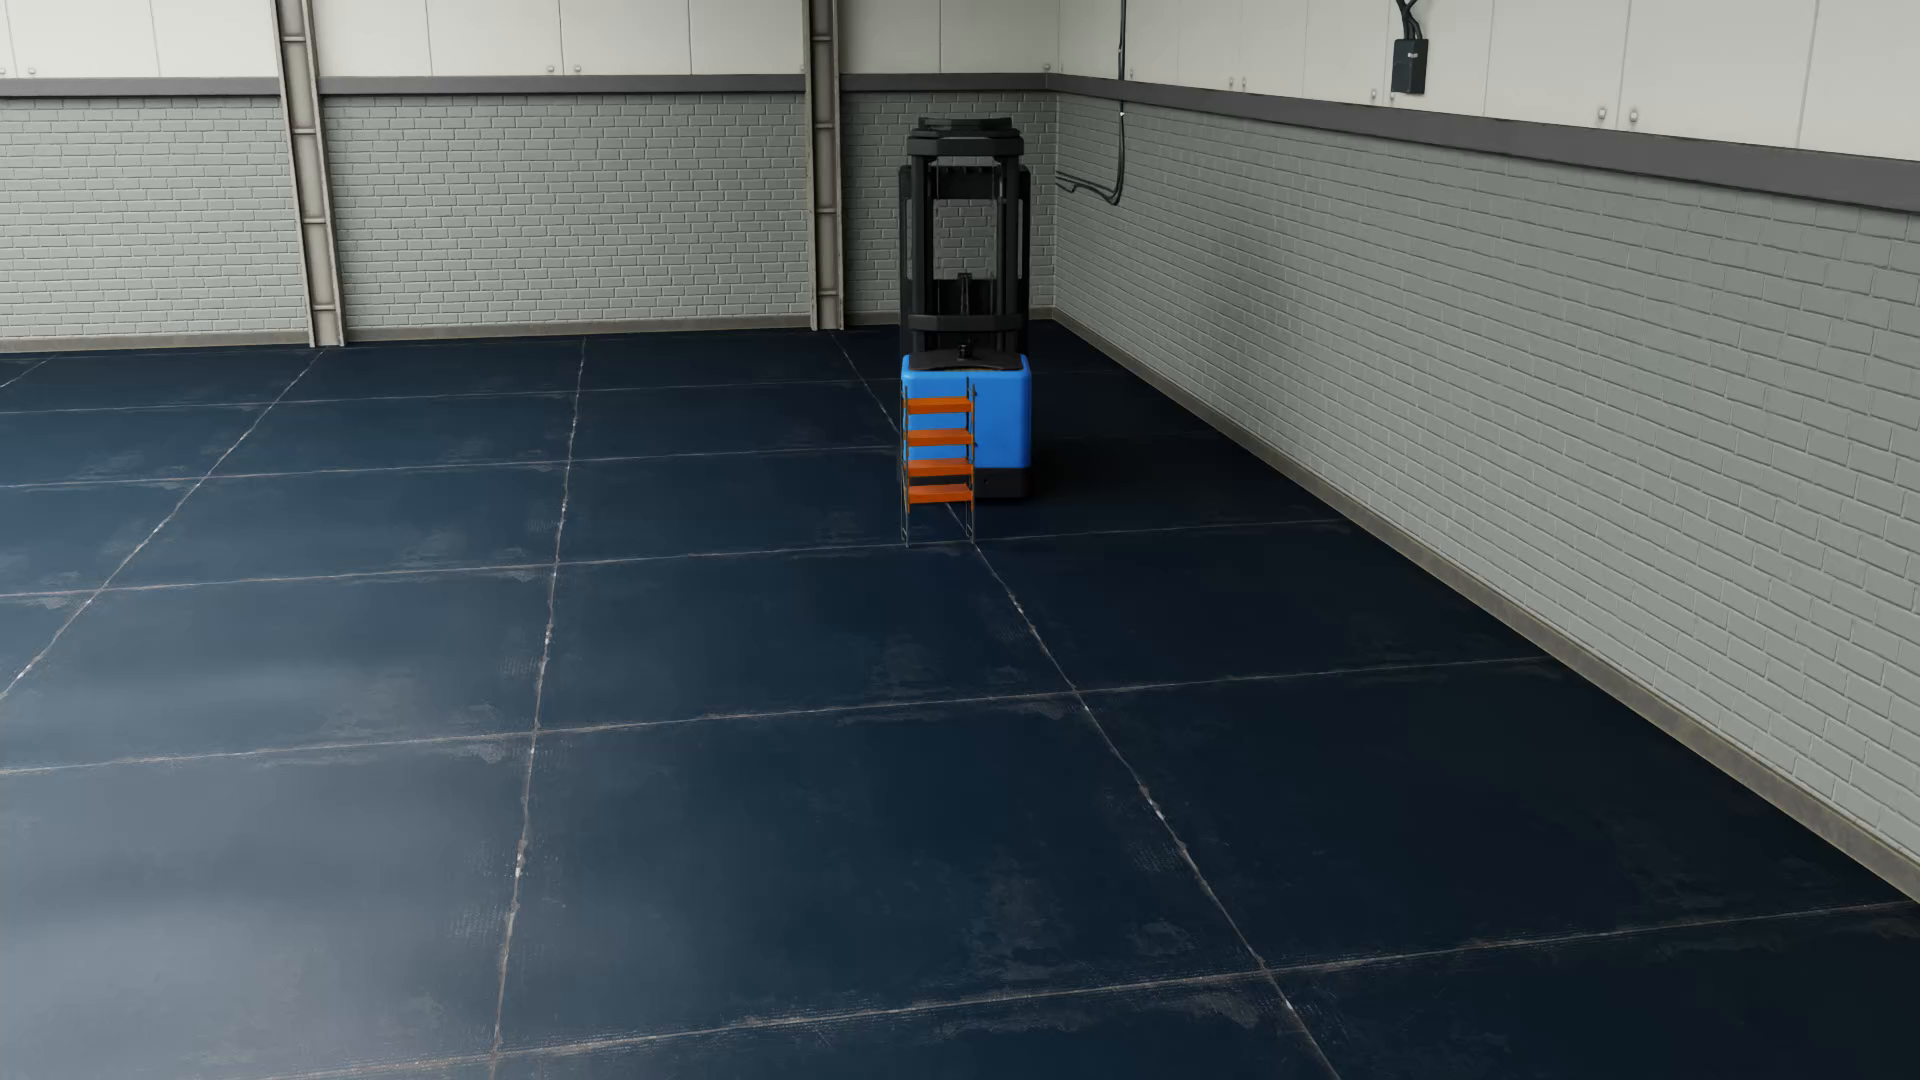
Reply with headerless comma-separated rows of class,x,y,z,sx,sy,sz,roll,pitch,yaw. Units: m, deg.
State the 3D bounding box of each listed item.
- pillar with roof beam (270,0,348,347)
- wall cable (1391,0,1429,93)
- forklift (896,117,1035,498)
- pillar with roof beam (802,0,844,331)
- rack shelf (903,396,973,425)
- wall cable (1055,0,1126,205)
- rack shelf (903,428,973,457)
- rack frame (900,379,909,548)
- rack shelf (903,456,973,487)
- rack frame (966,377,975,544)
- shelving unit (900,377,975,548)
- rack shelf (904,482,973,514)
pillar with roof beam,-6.754,-5.411,14.603,0.400,9.000,9.100,-3,17,-10
wall cable,3.249,-5.657,9.612,0.169,6.003,2.305,-3,17,-10
forklift,0.033,-2.110,14.189,1.130,2.935,3.031,0,17,-1
pillar with roof beam,-0.863,-5.745,15.691,0.400,9.000,9.100,-3,17,-10
rack shelf,-0.163,-0.940,11.990,0.480,0.148,0.258,-3,17,-10
wall cable,1.464,-5.285,19.481,0.112,2.526,3.097,-3,17,-10
rack shelf,-0.163,-0.714,12.060,0.480,0.148,0.258,-3,17,-10
rack frame,-0.402,-0.551,12.061,0.015,1.200,0.240,-3,17,-10
rack shelf,-0.163,-0.500,12.125,0.480,0.148,0.258,-3,17,-10
rack frame,0.077,-0.578,12.150,0.015,1.200,0.240,-3,17,-10
shelving unit,-0.163,-0.564,12.106,0.503,1.200,0.258,-3,17,-10
rack shelf,-0.163,-0.310,12.184,0.480,0.148,0.258,-3,17,-10
